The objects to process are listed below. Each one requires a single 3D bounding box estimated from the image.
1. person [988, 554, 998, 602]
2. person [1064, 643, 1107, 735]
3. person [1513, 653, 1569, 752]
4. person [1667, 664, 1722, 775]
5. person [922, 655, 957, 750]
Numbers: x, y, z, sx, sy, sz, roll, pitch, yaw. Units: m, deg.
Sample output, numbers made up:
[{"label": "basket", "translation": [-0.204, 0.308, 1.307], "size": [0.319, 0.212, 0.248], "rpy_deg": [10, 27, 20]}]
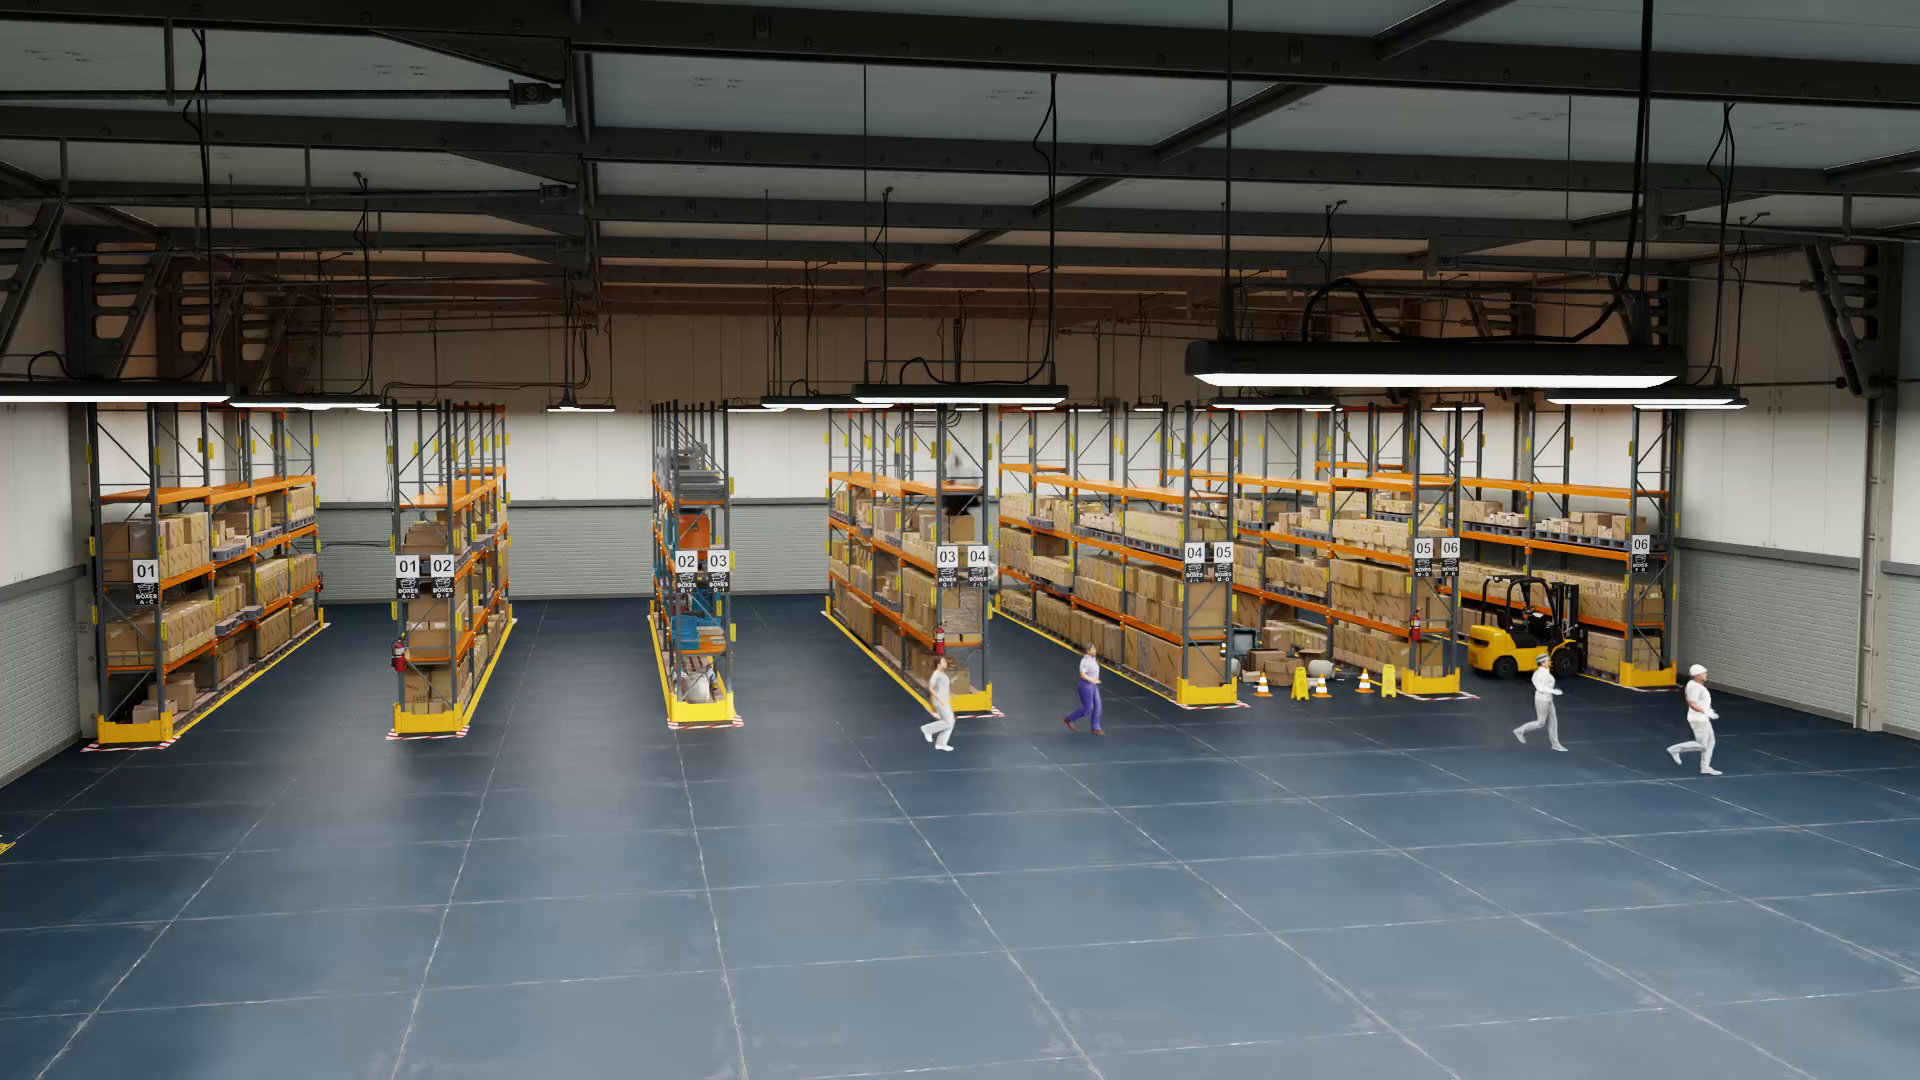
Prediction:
[{"label": "person", "translation": [0.817, 1.195, 49.739], "size": [0.518, 1.597, 0.735], "rpy_deg": [-2, 5, -20]}, {"label": "person", "translation": [2.261, 2.671, 29.805], "size": [0.770, 1.657, 0.607], "rpy_deg": [2, 5, 20]}, {"label": "person", "translation": [9.899, 2.744, 28.275], "size": [0.901, 1.693, 0.616], "rpy_deg": [2, 5, 28]}, {"label": "person", "translation": [11.724, 2.853, 26.484], "size": [0.808, 1.752, 0.678], "rpy_deg": [2, 5, 25]}, {"label": "person", "translation": [-0.351, 2.779, 28.423], "size": [0.555, 1.628, 0.571], "rpy_deg": [1, 4, 15]}]
